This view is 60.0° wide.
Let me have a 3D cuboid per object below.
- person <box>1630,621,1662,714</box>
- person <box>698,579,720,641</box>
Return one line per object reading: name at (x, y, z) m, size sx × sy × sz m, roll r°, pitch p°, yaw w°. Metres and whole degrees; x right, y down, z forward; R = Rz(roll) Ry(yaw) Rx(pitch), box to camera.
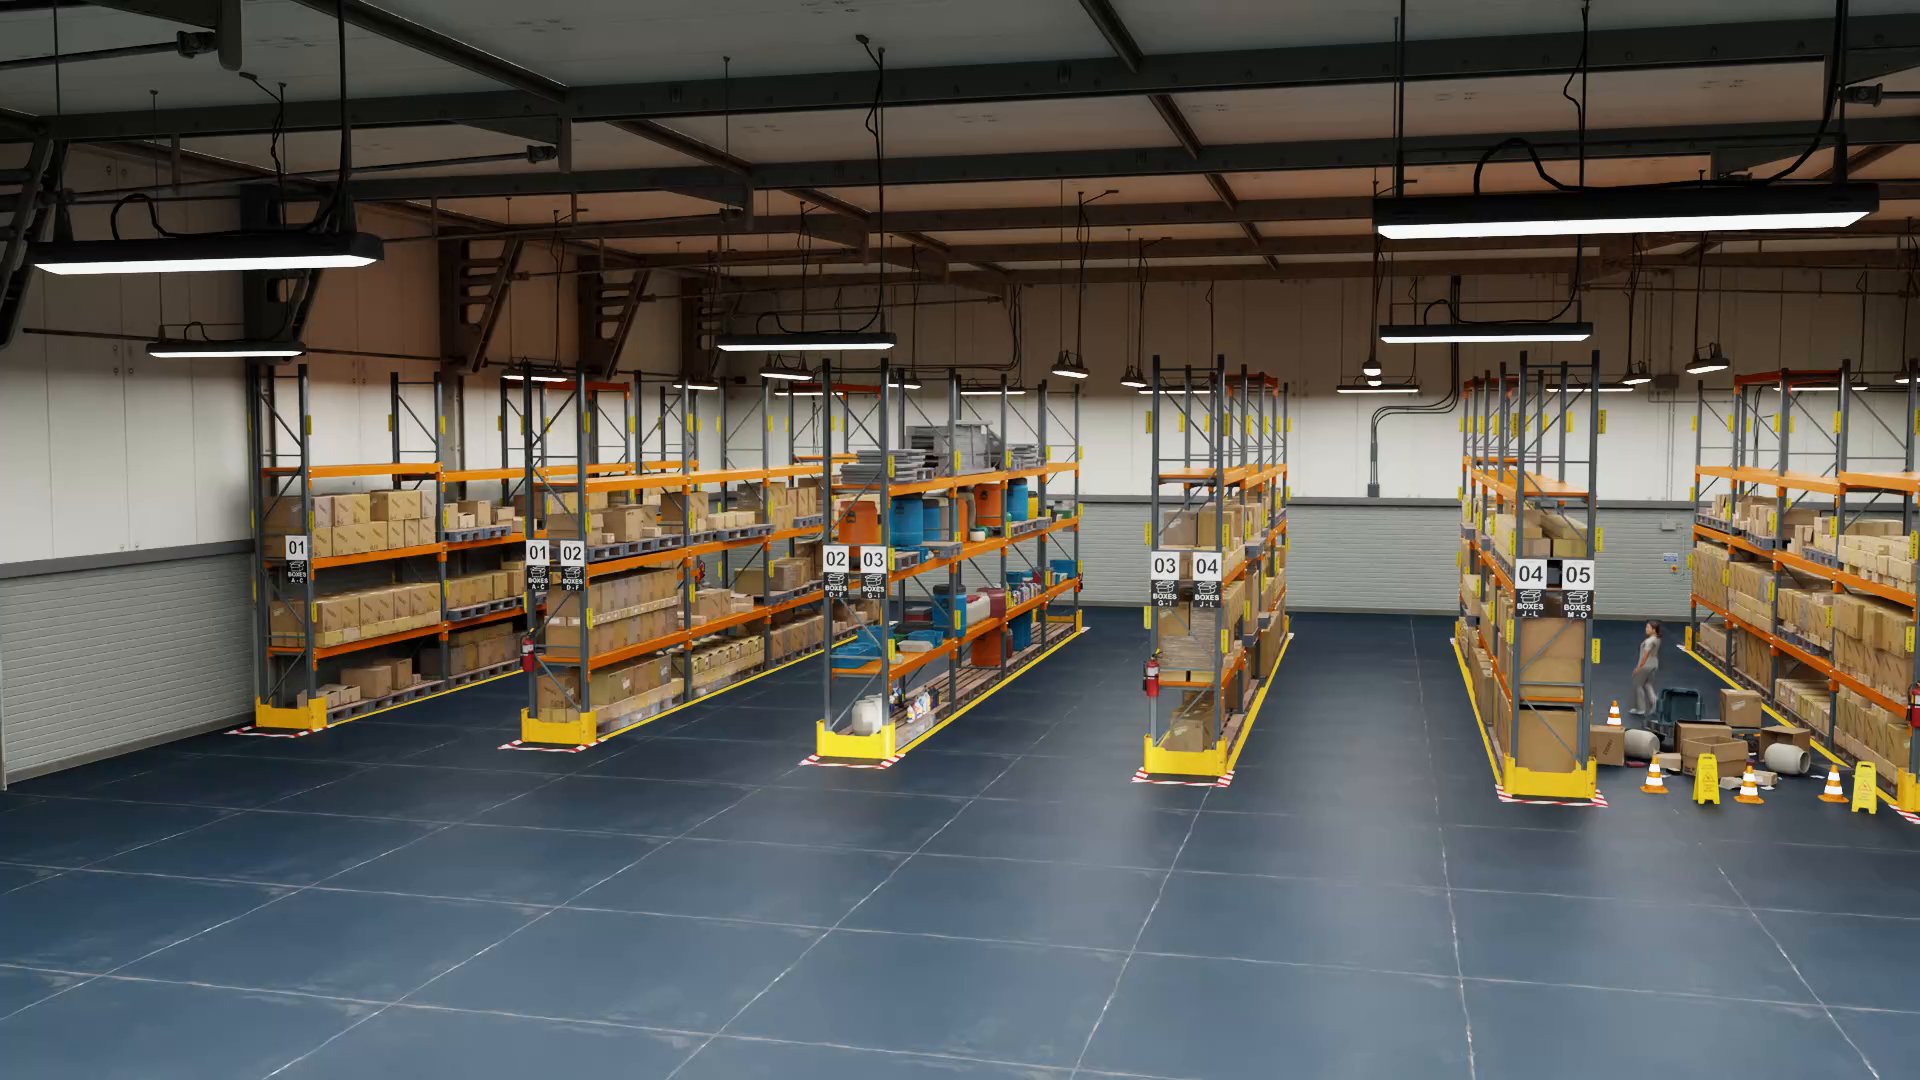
person at (11.846, 2.218, 28.772) m, size 0.493 × 1.665 × 0.549 m, roll -2°, pitch 5°, yaw -30°
person at (-5.496, 1.667, 36.374) m, size 0.587 × 1.642 × 0.975 m, roll 1°, pitch 4°, yaw 15°
